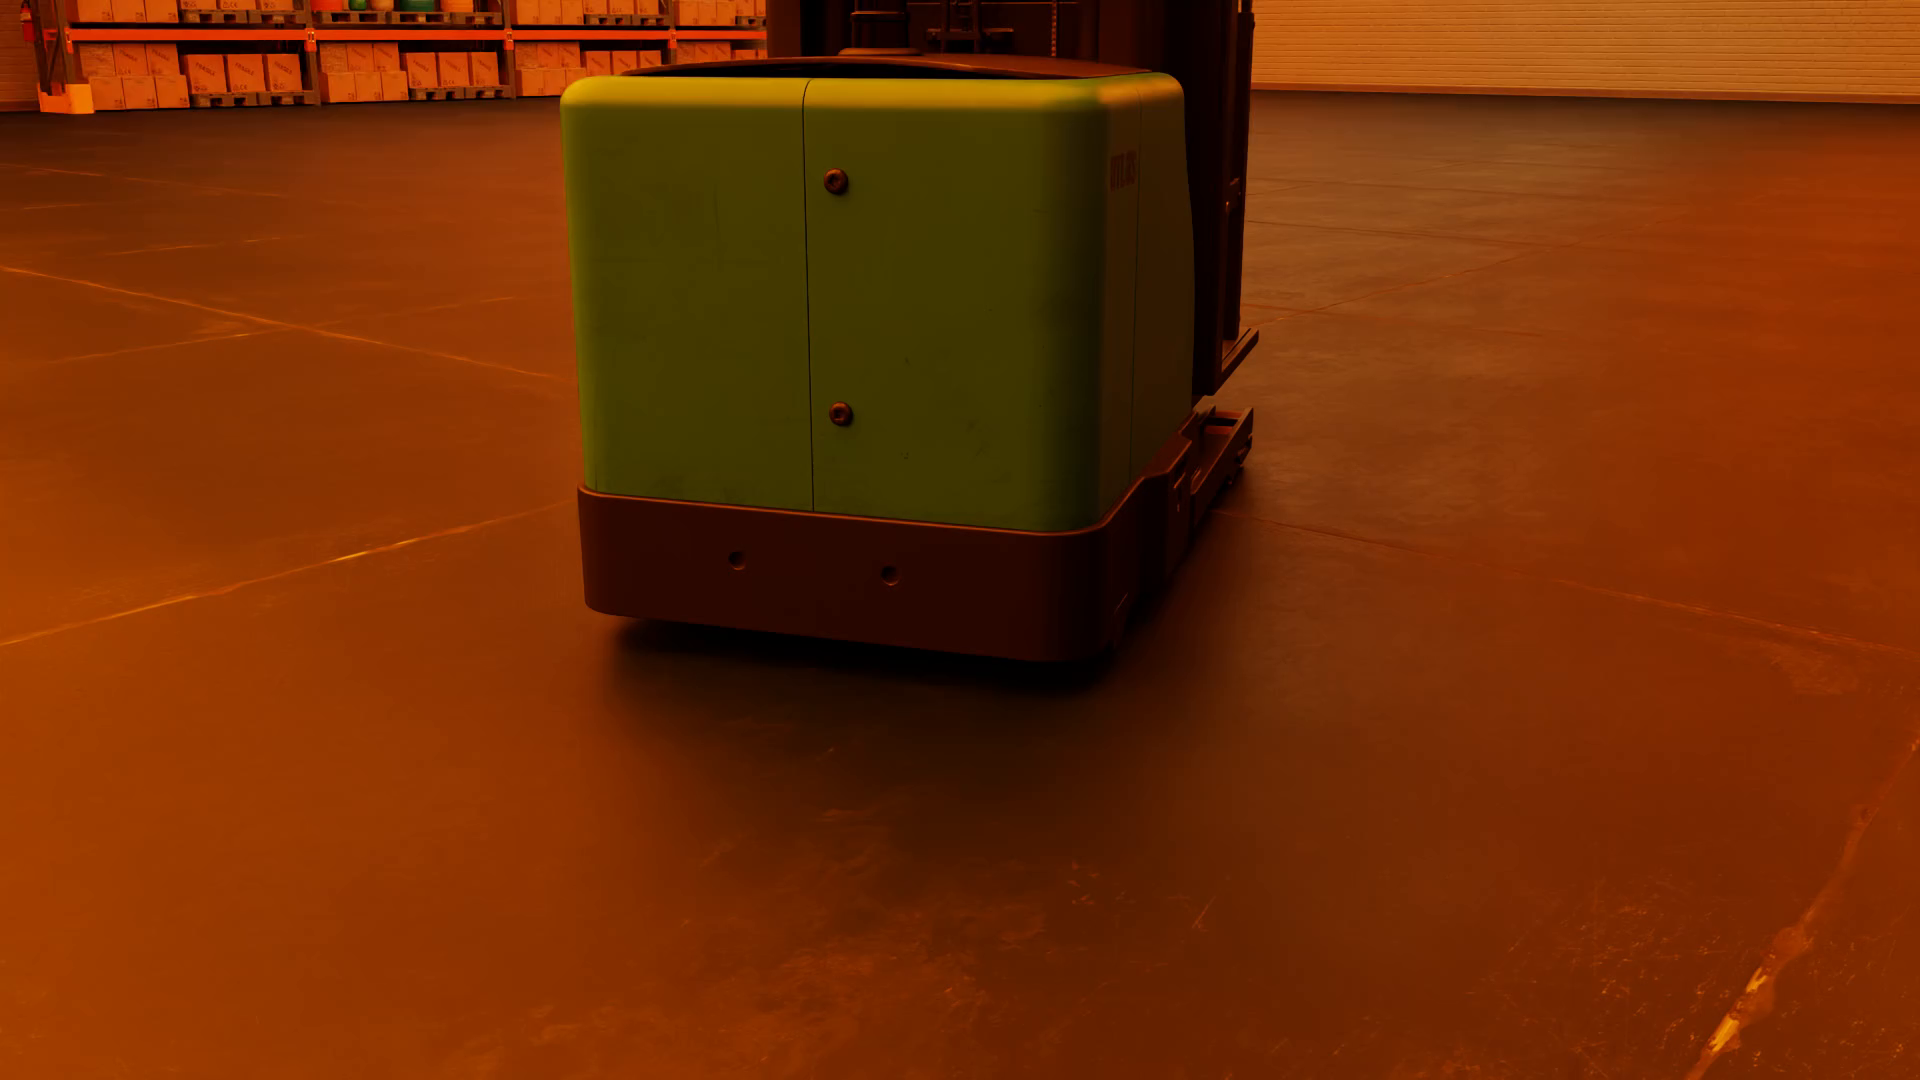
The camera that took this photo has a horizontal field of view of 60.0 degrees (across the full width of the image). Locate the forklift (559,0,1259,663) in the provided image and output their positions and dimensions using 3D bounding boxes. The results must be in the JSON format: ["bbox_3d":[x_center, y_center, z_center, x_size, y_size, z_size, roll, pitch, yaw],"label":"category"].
[{"bbox_3d":[0.182,-1.571,4.072,1.130,2.935,3.031,5,18,17],"label":"forklift"}]
